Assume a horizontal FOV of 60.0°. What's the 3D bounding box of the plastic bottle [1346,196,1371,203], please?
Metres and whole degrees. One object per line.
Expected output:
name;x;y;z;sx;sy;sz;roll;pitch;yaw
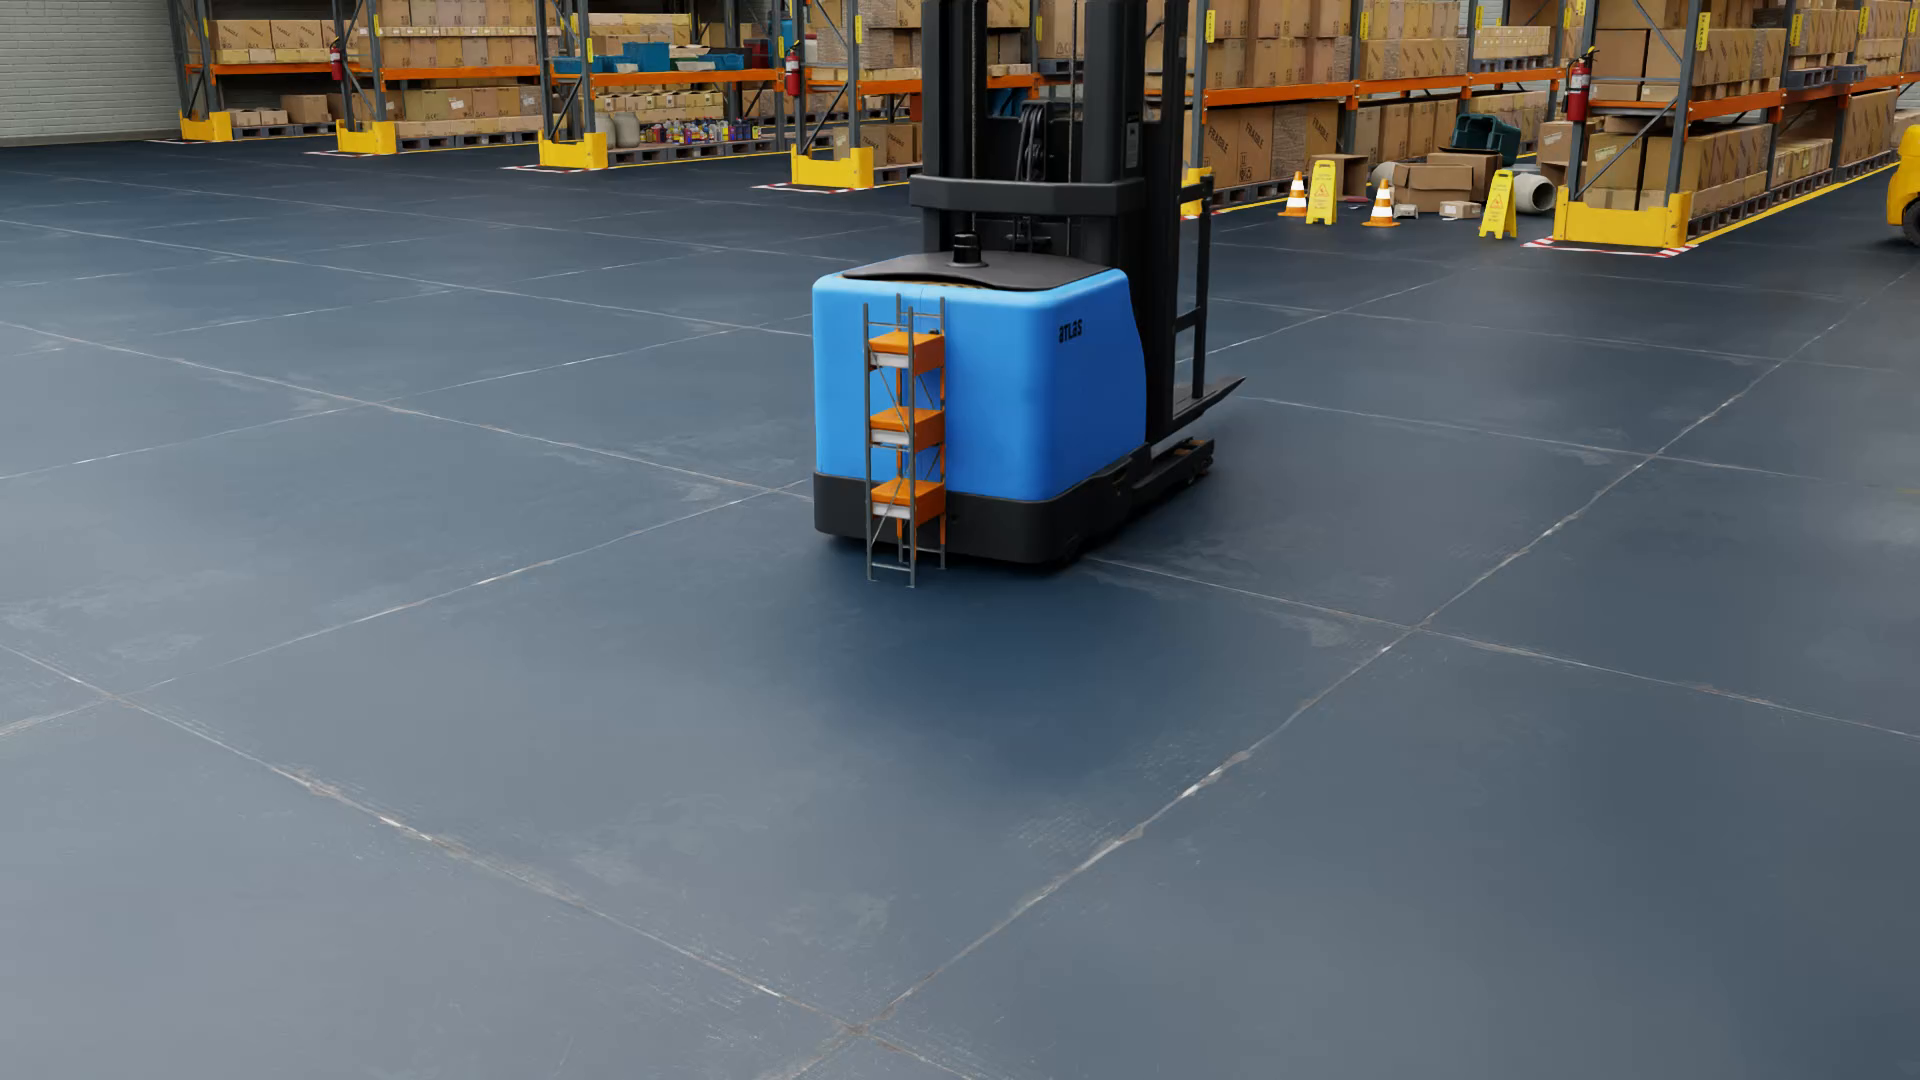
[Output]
plastic bottle;4.677;-3.989;19.486;0.283;0.061;0.133;5;18;16

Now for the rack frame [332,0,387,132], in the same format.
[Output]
rack frame;-9.653;-7.772;26.713;1.000;3.000;0.127;12;21;35

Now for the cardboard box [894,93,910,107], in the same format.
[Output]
cardboard box;-1.388;-10.096;37.666;0.797;0.503;0.637;12;21;35

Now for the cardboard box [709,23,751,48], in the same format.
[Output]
cardboard box;-4.602;-10.096;33.319;0.700;0.500;0.500;5;18;16

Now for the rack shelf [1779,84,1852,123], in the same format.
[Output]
rack shelf;9.834;-5.355;20.143;1.077;0.370;4.000;12;21;35

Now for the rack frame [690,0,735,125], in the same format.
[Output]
rack frame;-4.886;-9.677;32.849;1.000;3.000;0.127;12;21;35

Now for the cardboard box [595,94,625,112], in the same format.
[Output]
cardboard box;-6.521;-8.053;30.599;0.500;0.311;0.500;12;21;34

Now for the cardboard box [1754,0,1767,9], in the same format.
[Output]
cardboard box;9.137;-6.239;19.303;0.380;0.149;0.250;12;21;33

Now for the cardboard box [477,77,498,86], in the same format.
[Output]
cardboard box;-9.946;-9.498;34.478;0.500;0.250;0.500;12;21;34

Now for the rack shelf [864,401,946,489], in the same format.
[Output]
rack shelf;-0.201;-0.355;6.153;0.215;0.259;0.240;8;19;25

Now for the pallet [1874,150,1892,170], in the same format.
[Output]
pallet;13.010;-5.599;24.417;1.003;0.211;1.213;12;21;35

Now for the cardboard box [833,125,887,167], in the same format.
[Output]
cardboard box;-1.314;-5.173;21.851;0.500;0.500;0.500;-15;23;-40

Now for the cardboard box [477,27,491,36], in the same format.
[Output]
cardboard box;-8.173;-8.614;28.161;0.380;0.149;0.250;13;22;36

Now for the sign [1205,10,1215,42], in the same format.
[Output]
sign;2.666;-5.472;17.713;0.100;0.325;0.005;12;21;35

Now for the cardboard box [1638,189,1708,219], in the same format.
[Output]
cardboard box;6.962;-3.300;16.241;0.500;0.250;0.500;12;21;34

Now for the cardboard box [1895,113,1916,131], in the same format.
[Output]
cardboard box;14.403;-6.448;26.063;0.875;0.438;0.875;12;21;33

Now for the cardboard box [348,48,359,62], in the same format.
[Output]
cardboard box;-11.592;-9.253;31.703;0.500;0.250;0.500;13;21;35

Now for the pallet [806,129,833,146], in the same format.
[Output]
pallet;-2.131;-7.002;28.937;1.003;0.211;1.213;12;21;35

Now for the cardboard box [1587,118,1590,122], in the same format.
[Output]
cardboard box;10.756;-7.358;28.977;0.380;0.149;0.250;13;21;35

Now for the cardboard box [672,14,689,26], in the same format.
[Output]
cardboard box;-6.556;-11.906;38.056;0.500;0.250;0.500;13;22;36

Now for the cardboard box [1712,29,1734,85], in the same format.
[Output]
cardboard box;7.070;-4.647;15.980;0.500;0.500;0.500;13;22;36

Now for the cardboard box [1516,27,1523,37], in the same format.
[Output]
cardboard box;8.514;-7.902;25.846;0.380;0.149;0.250;11;21;32

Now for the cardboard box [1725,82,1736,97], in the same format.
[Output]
cardboard box;7.596;-4.556;16.781;0.380;0.149;0.250;12;21;33

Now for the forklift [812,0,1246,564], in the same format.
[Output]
forklift;0.529;-1.702;7.281;1.130;2.935;3.031;8;19;25

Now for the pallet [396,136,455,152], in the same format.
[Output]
pallet;-9.231;-6.630;27.737;1.003;0.211;1.213;12;21;35

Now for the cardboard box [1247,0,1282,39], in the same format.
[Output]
cardboard box;3.172;-6.046;19.080;0.875;0.550;0.550;12;21;35

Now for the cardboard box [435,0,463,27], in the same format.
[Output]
cardboard box;-8.724;-8.807;27.691;0.700;0.500;0.500;13;21;35

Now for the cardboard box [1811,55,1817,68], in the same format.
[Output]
cardboard box;9.825;-5.630;19.531;0.380;0.149;0.250;13;21;35

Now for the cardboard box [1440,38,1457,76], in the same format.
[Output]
cardboard box;6.639;-6.800;23.414;0.500;0.500;0.500;12;21;35

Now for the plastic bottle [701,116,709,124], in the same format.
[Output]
plastic bottle;-4.108;-6.675;26.904;0.144;0.351;0.185;13;22;36

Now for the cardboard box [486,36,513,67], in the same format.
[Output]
cardboard box;-8.140;-8.420;28.631;0.700;0.500;0.500;13;21;35

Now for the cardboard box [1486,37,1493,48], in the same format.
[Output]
cardboard box;7.756;-7.457;24.912;0.380;0.149;0.250;12;21;33

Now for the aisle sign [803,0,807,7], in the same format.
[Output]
aisle sign;-3.816;-13.663;41.300;0.394;0.787;0.004;12;21;35

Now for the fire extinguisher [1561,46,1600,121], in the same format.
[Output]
fire extinguisher;5.821;-4.287;15.620;0.296;0.674;0.183;12;21;35

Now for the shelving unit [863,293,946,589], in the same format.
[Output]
shelving unit;-0.201;-0.365;6.149;0.215;1.050;0.252;8;19;25

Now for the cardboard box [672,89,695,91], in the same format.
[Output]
cardboard box;-5.434;-8.760;32.877;0.500;0.311;0.500;13;22;37

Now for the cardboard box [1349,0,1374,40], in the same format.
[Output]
cardboard box;4.898;-6.717;21.462;0.700;0.500;0.500;12;21;34

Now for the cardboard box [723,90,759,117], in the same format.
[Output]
cardboard box;-4.386;-8.752;33.341;0.500;0.500;0.500;14;22;37

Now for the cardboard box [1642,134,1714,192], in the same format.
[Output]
cardboard box;6.976;-3.664;16.148;0.500;0.500;0.500;12;21;33

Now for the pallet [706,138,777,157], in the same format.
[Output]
pallet;-3.727;-6.364;26.882;1.003;0.211;1.213;12;21;35

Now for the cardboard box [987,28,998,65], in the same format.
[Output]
cardboard box;0.040;-6.954;23.409;0.875;0.500;0.500;12;21;35

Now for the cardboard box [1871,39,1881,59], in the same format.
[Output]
cardboard box;12.142;-6.658;22.537;0.500;0.250;0.500;12;21;34

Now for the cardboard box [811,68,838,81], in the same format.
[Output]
cardboard box;-1.695;-6.005;21.447;0.380;0.149;0.250;12;21;35

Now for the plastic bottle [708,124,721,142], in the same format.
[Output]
plastic bottle;-3.853;-6.393;26.123;0.152;0.276;0.135;13;21;36

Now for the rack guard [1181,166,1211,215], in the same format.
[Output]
rack guard;2.210;-3.921;18.526;1.175;0.500;0.348;12;21;35

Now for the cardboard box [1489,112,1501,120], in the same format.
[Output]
cardboard box;7.914;-6.276;25.403;0.500;0.500;0.500;13;21;35

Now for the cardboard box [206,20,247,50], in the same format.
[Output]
cardboard box;-13.108;-9.003;29.632;0.500;0.500;0.500;12;21;35

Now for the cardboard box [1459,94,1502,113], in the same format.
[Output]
cardboard box;7.898;-6.633;25.286;0.500;0.250;0.500;12;21;34

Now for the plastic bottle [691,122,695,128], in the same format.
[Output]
plastic bottle;-4.278;-6.550;26.637;0.097;0.271;0.097;0;17;0

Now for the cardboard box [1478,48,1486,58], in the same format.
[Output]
cardboard box;7.579;-7.241;24.718;0.380;0.149;0.250;14;22;37

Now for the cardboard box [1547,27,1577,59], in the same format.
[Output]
cardboard box;9.871;-8.241;27.555;0.500;0.500;0.500;12;21;34
